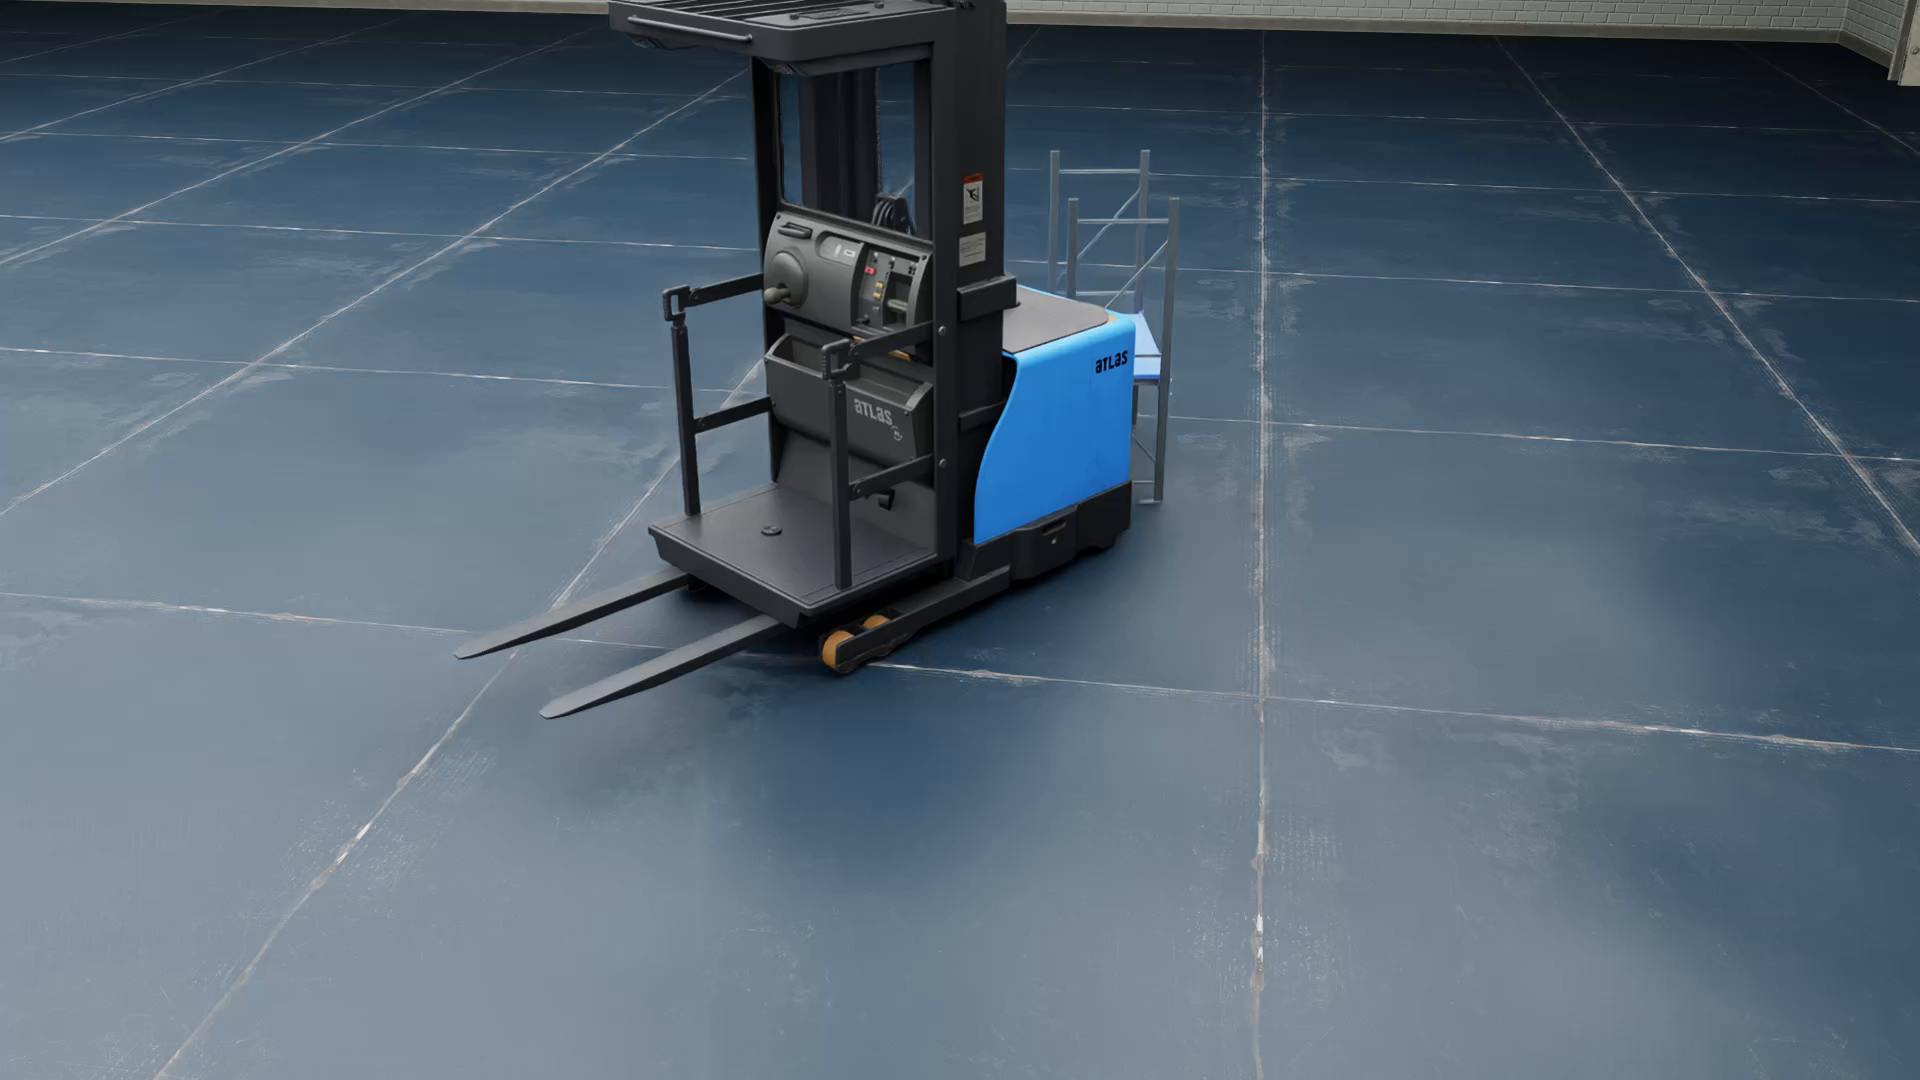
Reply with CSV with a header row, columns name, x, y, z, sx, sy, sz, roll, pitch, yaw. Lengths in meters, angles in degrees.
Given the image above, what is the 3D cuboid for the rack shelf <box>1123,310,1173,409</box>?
name,x,y,z,sx,sy,sz,roll,pitch,yaw
rack shelf,0.726,-0.914,8.358,0.538,0.185,1.000,-1,25,-2

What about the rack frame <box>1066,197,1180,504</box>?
name,x,y,z,sx,sy,sz,roll,pitch,yaw
rack frame,0.741,-0.862,7.822,0.500,1.500,0.032,-1,25,-2

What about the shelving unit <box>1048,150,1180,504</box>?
name,x,y,z,sx,sy,sz,roll,pitch,yaw
shelving unit,0.726,-1.077,8.282,0.538,1.500,1.048,-1,25,-2

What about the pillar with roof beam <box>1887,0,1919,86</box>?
name,x,y,z,sx,sy,sz,roll,pitch,yaw
pillar with roof beam,6.461,-9.542,17.522,9.100,9.000,0.400,4,25,9

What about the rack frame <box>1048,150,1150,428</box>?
name,x,y,z,sx,sy,sz,roll,pitch,yaw
rack frame,0.711,-1.292,8.742,0.500,1.500,0.032,-1,25,-2

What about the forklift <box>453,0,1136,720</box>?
name,x,y,z,sx,sy,sz,roll,pitch,yaw
forklift,-0.613,-1.044,6.524,3.031,2.935,1.130,-23,33,-39
